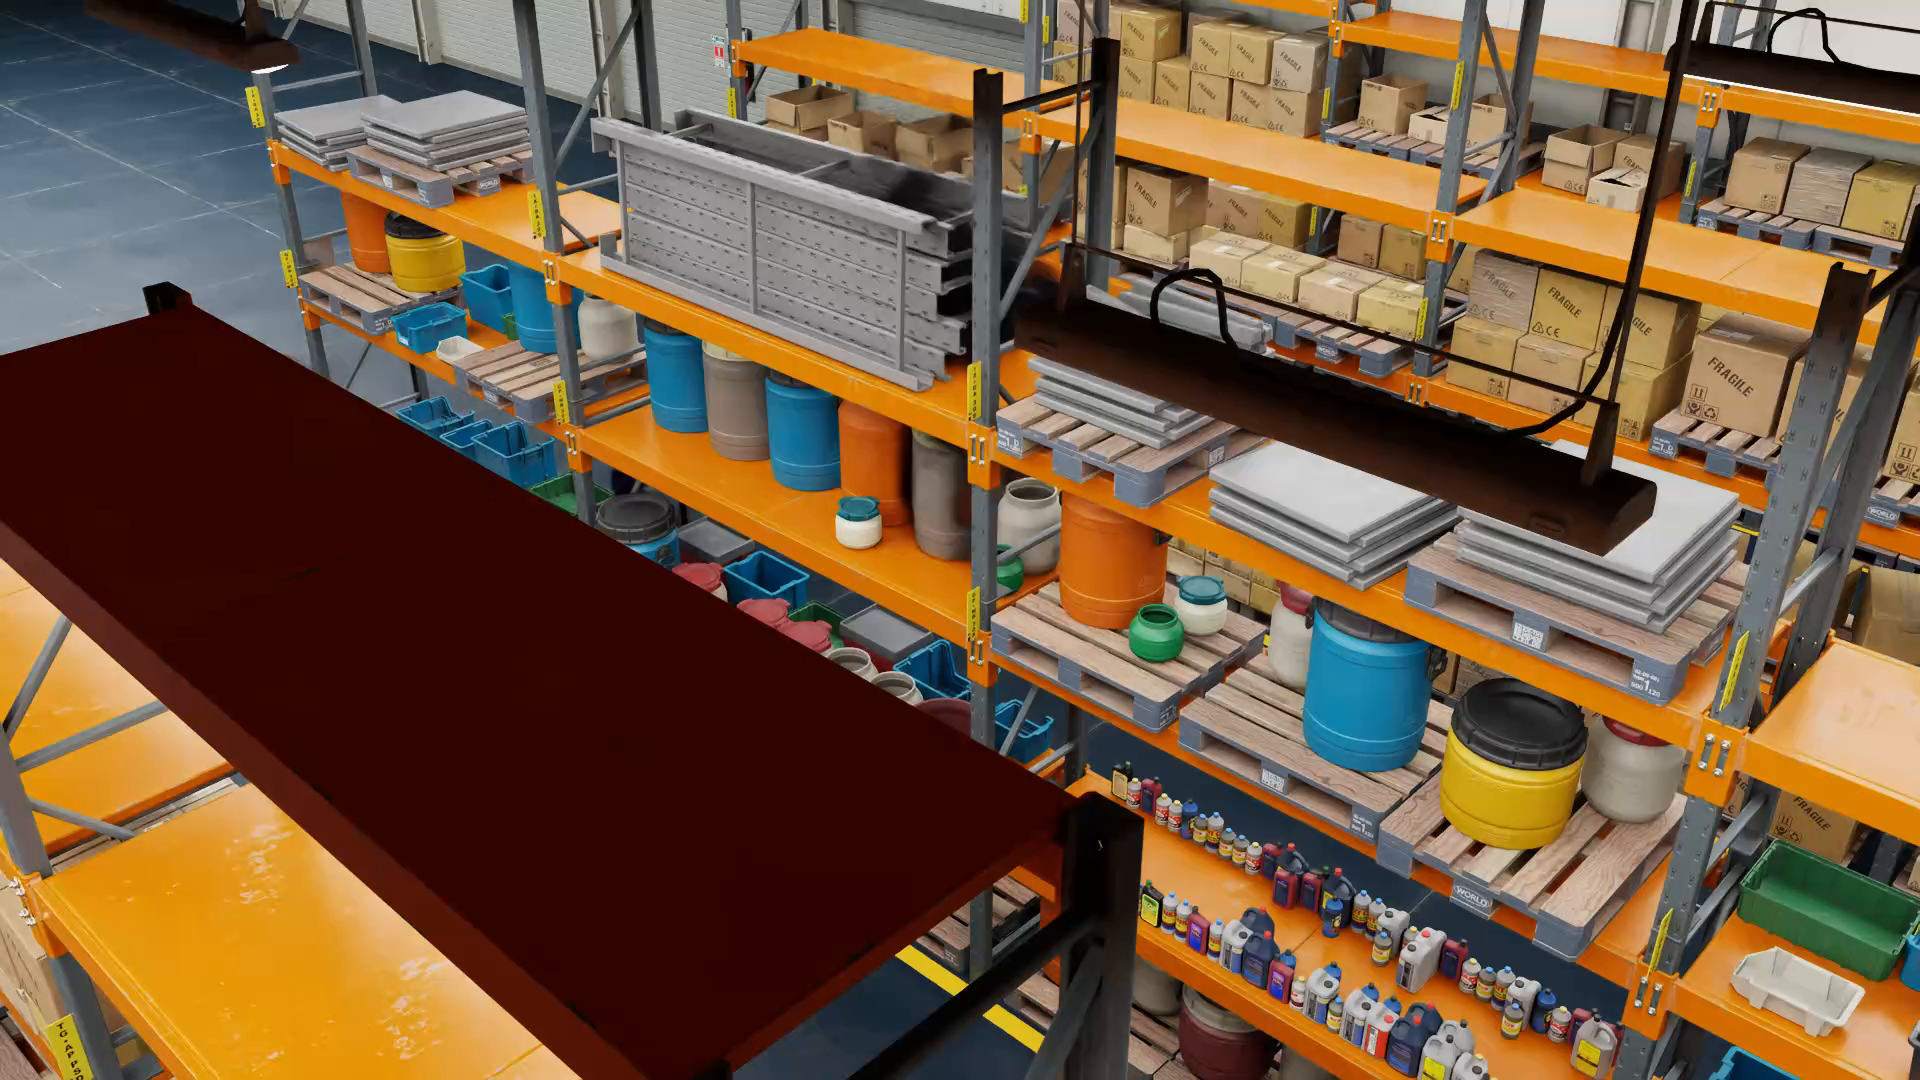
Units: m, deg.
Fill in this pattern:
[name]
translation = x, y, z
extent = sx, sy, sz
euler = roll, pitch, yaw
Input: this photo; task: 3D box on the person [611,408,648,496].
[person]
translation = -3.119, -0.684, 15.833
extent = 0.551, 1.593, 0.607
euler = 18, 34, 28
